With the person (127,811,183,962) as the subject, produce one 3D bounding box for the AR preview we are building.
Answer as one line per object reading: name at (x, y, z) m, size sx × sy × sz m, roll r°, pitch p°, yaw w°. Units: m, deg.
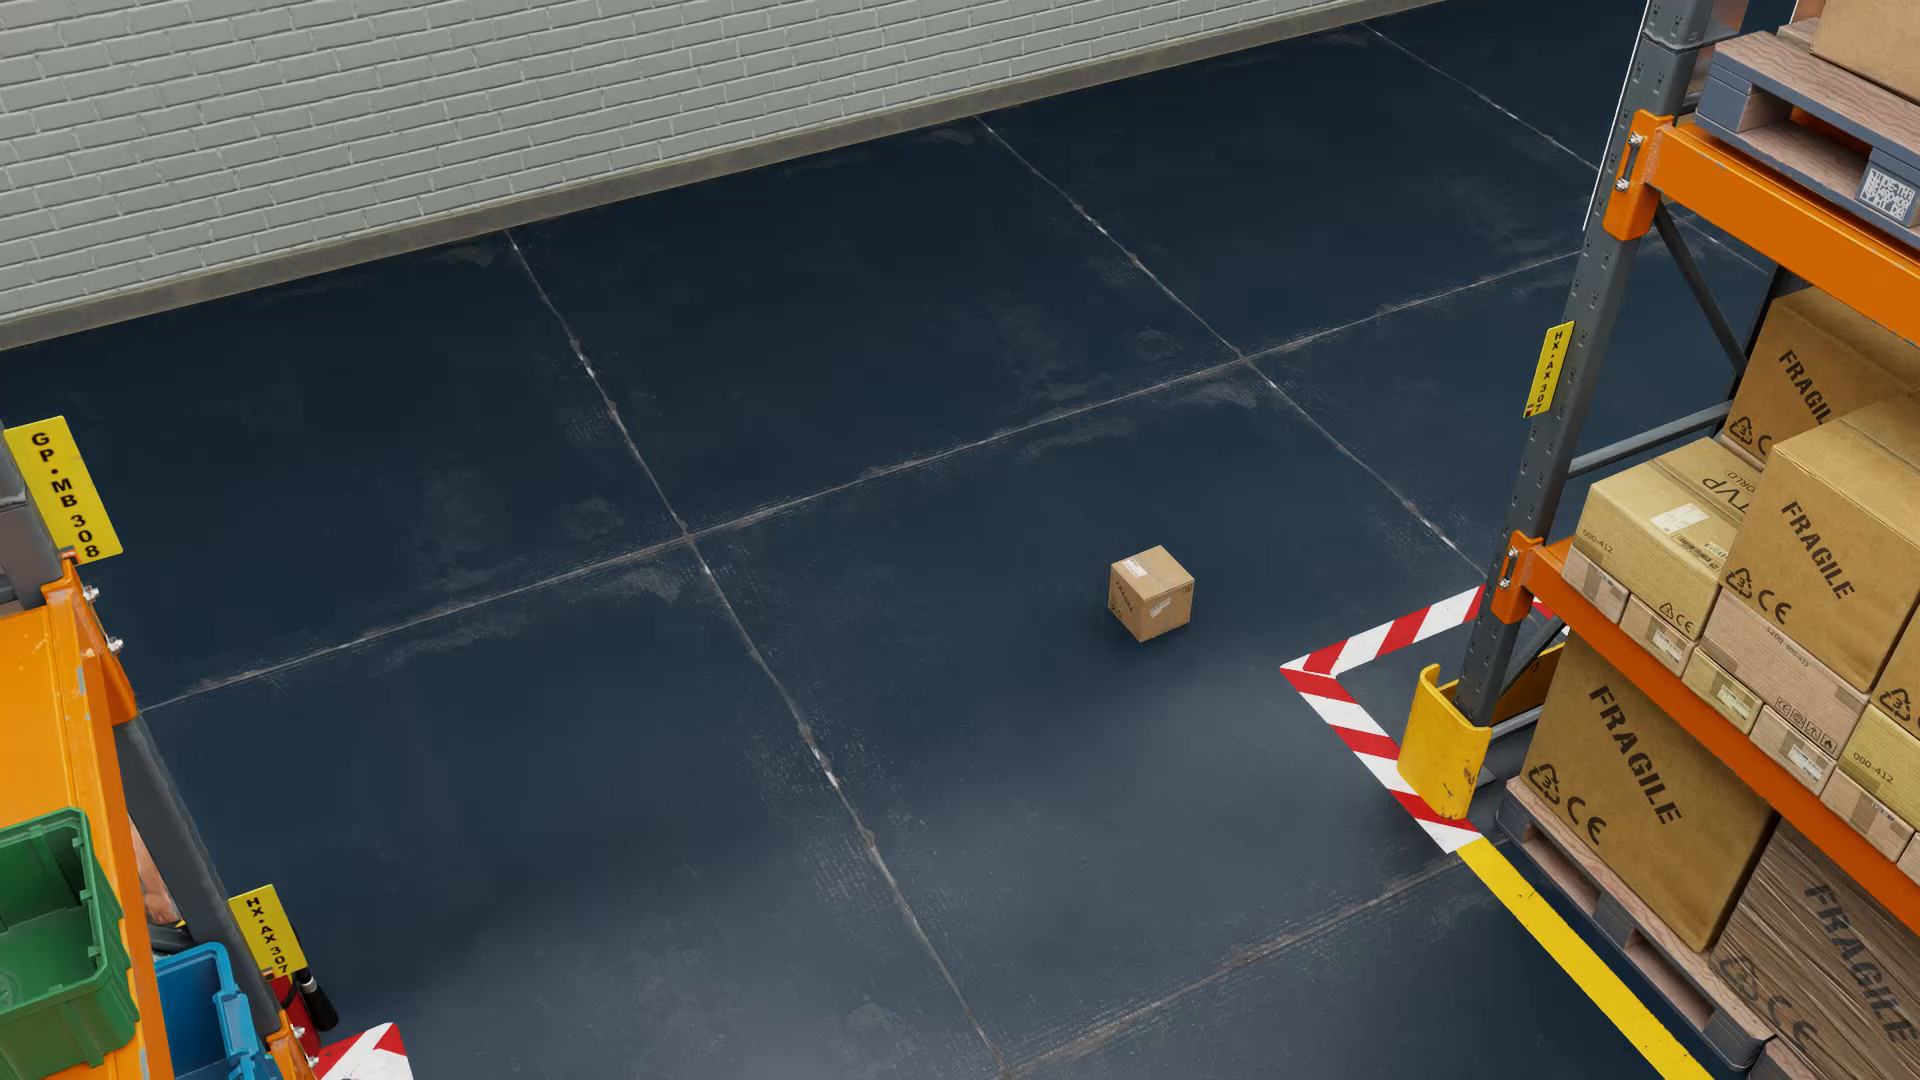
person at (-2.565, 0.981, 5.029) m, size 0.457 × 1.683 × 0.473 m, roll -23°, pitch 46°, yaw -23°
